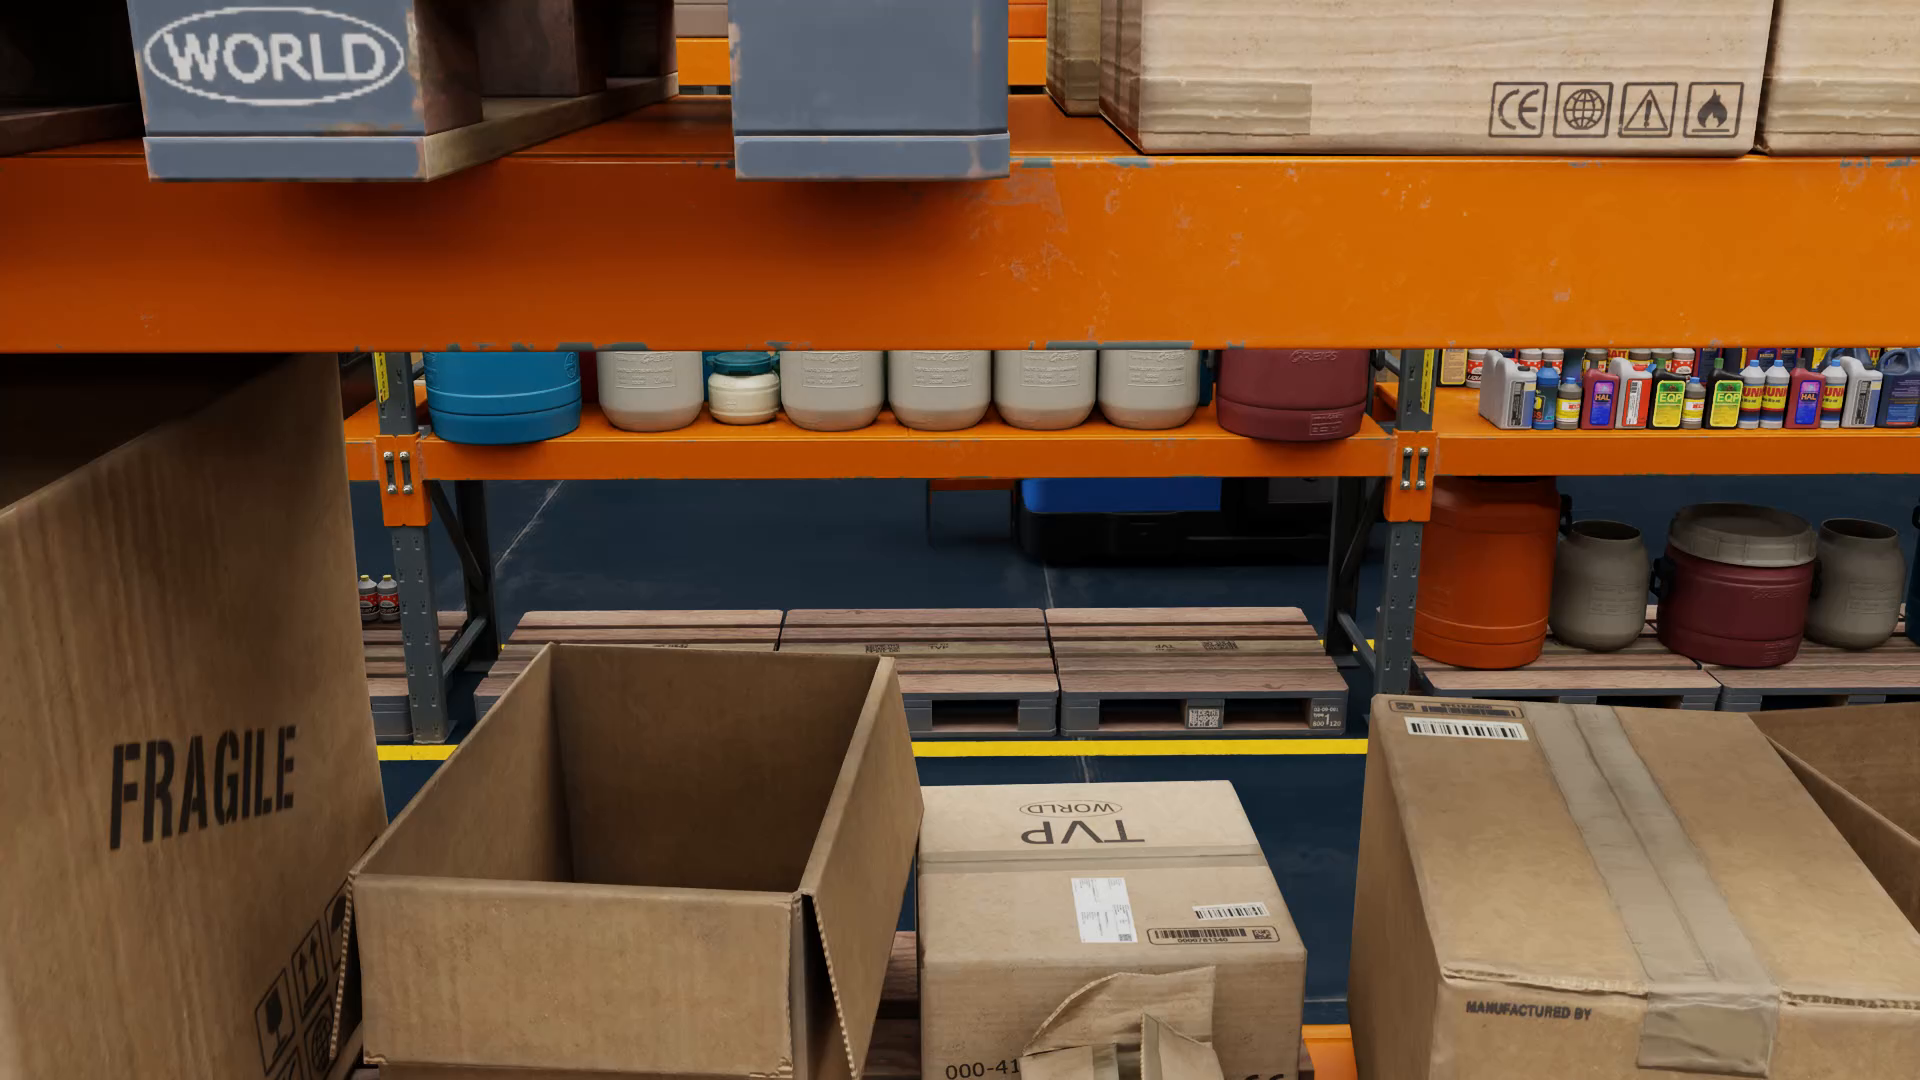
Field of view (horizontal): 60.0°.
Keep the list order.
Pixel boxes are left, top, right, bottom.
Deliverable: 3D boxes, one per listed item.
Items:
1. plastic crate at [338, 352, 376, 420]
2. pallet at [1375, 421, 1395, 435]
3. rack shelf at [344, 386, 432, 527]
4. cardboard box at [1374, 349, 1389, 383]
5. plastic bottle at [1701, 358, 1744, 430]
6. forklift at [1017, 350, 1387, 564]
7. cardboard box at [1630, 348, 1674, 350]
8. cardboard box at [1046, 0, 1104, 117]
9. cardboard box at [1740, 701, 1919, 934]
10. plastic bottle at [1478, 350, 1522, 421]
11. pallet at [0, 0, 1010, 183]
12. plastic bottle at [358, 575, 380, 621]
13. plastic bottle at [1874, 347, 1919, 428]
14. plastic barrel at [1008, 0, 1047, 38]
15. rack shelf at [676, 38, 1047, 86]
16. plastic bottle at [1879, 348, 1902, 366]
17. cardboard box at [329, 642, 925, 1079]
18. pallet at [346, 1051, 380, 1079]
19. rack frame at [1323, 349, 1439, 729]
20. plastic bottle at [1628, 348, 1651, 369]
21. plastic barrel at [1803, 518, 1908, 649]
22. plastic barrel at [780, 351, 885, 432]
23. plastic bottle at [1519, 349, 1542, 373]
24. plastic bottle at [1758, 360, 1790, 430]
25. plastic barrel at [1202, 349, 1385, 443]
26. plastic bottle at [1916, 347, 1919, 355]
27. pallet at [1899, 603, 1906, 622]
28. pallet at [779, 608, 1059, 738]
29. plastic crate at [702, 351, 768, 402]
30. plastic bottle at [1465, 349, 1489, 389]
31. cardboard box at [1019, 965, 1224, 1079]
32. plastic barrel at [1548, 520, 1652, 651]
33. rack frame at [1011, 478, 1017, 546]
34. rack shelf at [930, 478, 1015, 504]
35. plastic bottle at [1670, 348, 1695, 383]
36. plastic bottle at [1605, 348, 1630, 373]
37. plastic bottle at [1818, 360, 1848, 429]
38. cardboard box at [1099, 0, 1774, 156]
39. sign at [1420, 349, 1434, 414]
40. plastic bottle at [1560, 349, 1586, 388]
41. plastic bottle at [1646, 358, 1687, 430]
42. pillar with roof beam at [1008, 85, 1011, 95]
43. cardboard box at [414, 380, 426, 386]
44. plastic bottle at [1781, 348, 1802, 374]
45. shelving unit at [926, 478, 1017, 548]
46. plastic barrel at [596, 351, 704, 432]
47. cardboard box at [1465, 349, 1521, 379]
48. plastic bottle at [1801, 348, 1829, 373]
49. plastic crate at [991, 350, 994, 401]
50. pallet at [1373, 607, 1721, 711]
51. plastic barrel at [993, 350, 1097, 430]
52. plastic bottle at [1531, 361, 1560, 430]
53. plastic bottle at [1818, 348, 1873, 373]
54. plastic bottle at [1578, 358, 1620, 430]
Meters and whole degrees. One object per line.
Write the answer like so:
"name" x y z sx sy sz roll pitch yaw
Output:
"plastic crate" -2.735 -0.736 7.032 0.504 0.338 0.767 0 18 -1
"pallet" 2.463 -0.925 12.087 1.213 0.211 1.003 0 18 -1
"rack shelf" -4.209 -0.377 6.989 4.000 0.370 1.077 0 18 -1
"cardboard box" 2.699 -1.200 11.748 0.500 0.500 0.500 -1 18 -3
"plastic bottle" 3.056 -0.586 6.655 0.133 0.283 0.061 0 18 -1
"forklift" 1.841 -1.424 9.188 3.031 2.935 1.130 -1 18 -3
"cardboard box" 4.732 -1.210 11.781 0.500 0.500 0.500 0 18 -1
"cardboard box" 0.367 -0.660 2.030 0.500 0.250 0.500 0 18 0
"cardboard box" 1.329 0.532 2.128 0.500 0.500 0.500 -2 18 -8
"plastic bottle" 2.225 -0.639 6.832 0.135 0.276 0.152 0 18 -1
"pallet" -0.475 -0.532 1.691 1.003 0.211 1.213 0 18 -1
"plastic bottle" -2.738 0.263 7.679 0.097 0.201 0.097 0 18 0
"plastic bottle" 3.774 -0.634 6.695 0.185 0.351 0.144 0 18 -1
"plastic barrel" 0.312 -2.440 6.630 0.708 0.830 0.600 0 18 -1
"rack shelf" -0.210 -1.824 6.591 4.000 0.370 1.077 0 18 -1
"plastic bottle" 4.163 -0.817 7.387 0.135 0.276 0.152 0 18 -1
"cardboard box" -0.399 0.498 2.228 0.637 0.503 0.797 2 18 5
"pallet" -1.365 0.916 2.096 1.213 0.211 1.003 0 18 -1
"rack frame" 1.790 -0.748 6.969 0.127 3.000 1.000 0 18 -1
"plastic bottle" 3.021 -0.784 7.407 0.097 0.201 0.097 0 18 0
"plastic barrel" 3.971 0.193 7.419 0.421 0.512 0.421 0 18 0
"plastic barrel" -0.516 -0.735 6.705 0.433 0.535 0.433 0 18 0
"plastic bottle" 2.534 -0.782 7.400 0.097 0.201 0.097 0 18 0
"plastic bottle" 3.268 -0.587 6.677 0.097 0.271 0.097 0 18 0
"plastic barrel" 1.331 -0.718 6.653 0.708 0.536 0.600 0 18 -1
"plastic bottle" 4.184 -0.744 7.280 0.097 0.201 0.097 0 18 0
"pallet" 5.017 0.551 7.484 1.213 0.211 1.003 0 18 -1
"pallet" -0.202 0.576 7.405 1.213 0.211 1.003 0 18 -1
"plastic crate" -1.111 -0.822 7.225 0.575 0.384 0.392 0 18 -1
"plastic bottle" 2.304 -0.781 7.396 0.097 0.201 0.097 0 18 0
"cardboard box" 0.205 0.719 1.928 0.258 0.266 0.396 -1 18 -2
"plastic barrel" 2.842 0.199 7.403 0.421 0.512 0.421 0 18 0
"rack frame" 0.307 -0.573 9.369 0.015 1.200 0.240 -1 18 -3
"rack shelf" 0.064 -0.316 9.438 0.480 0.148 0.258 -1 18 -3
"plastic bottle" 3.216 -0.785 7.410 0.097 0.201 0.097 0 18 0
"plastic bottle" 2.924 -0.817 7.395 0.097 0.271 0.097 0 18 0
"plastic bottle" 3.499 -0.588 6.681 0.097 0.271 0.097 0 18 0
"cardboard box" 0.399 -0.507 1.553 0.500 0.250 0.500 0 18 1
"sign" 1.806 -0.658 6.421 0.005 0.325 0.100 0 18 -1
"plastic bottle" 2.729 -0.816 7.392 0.097 0.271 0.097 0 18 0
"plastic bottle" 2.825 -0.585 6.652 0.133 0.283 0.061 0 18 -1
"pillar with roof beam" 0.388 -5.574 12.191 0.400 9.000 9.100 0 18 -1
"cardboard box" -3.744 -1.057 11.747 0.500 0.250 0.500 0 18 -1
"plastic bottle" 3.650 -0.813 7.364 0.133 0.283 0.061 0 18 -1
"shelving unit" 0.064 -0.569 9.357 0.503 1.200 0.258 -1 18 -3
"plastic barrel" -1.249 -0.731 6.694 0.433 0.535 0.433 0 18 0
"cardboard box" 3.722 -1.204 11.764 0.500 0.500 0.500 -1 18 -3
"plastic bottle" 3.809 -0.852 7.374 0.185 0.351 0.144 0 18 -1
"plastic crate" 0.170 -0.864 7.227 0.583 0.464 0.402 0 18 -1
"pallet" 2.578 0.563 7.447 1.213 0.211 1.003 0 18 -1
"plastic barrel" 0.344 -0.729 6.727 0.421 0.512 0.421 0 18 0
"plastic bottle" 2.344 -0.583 6.664 0.097 0.271 0.097 0 18 0
"plastic bottle" 3.637 -0.680 6.838 0.185 0.351 0.144 0 18 -1
"plastic bottle" 2.557 -0.584 6.648 0.133 0.283 0.061 0 18 -1
